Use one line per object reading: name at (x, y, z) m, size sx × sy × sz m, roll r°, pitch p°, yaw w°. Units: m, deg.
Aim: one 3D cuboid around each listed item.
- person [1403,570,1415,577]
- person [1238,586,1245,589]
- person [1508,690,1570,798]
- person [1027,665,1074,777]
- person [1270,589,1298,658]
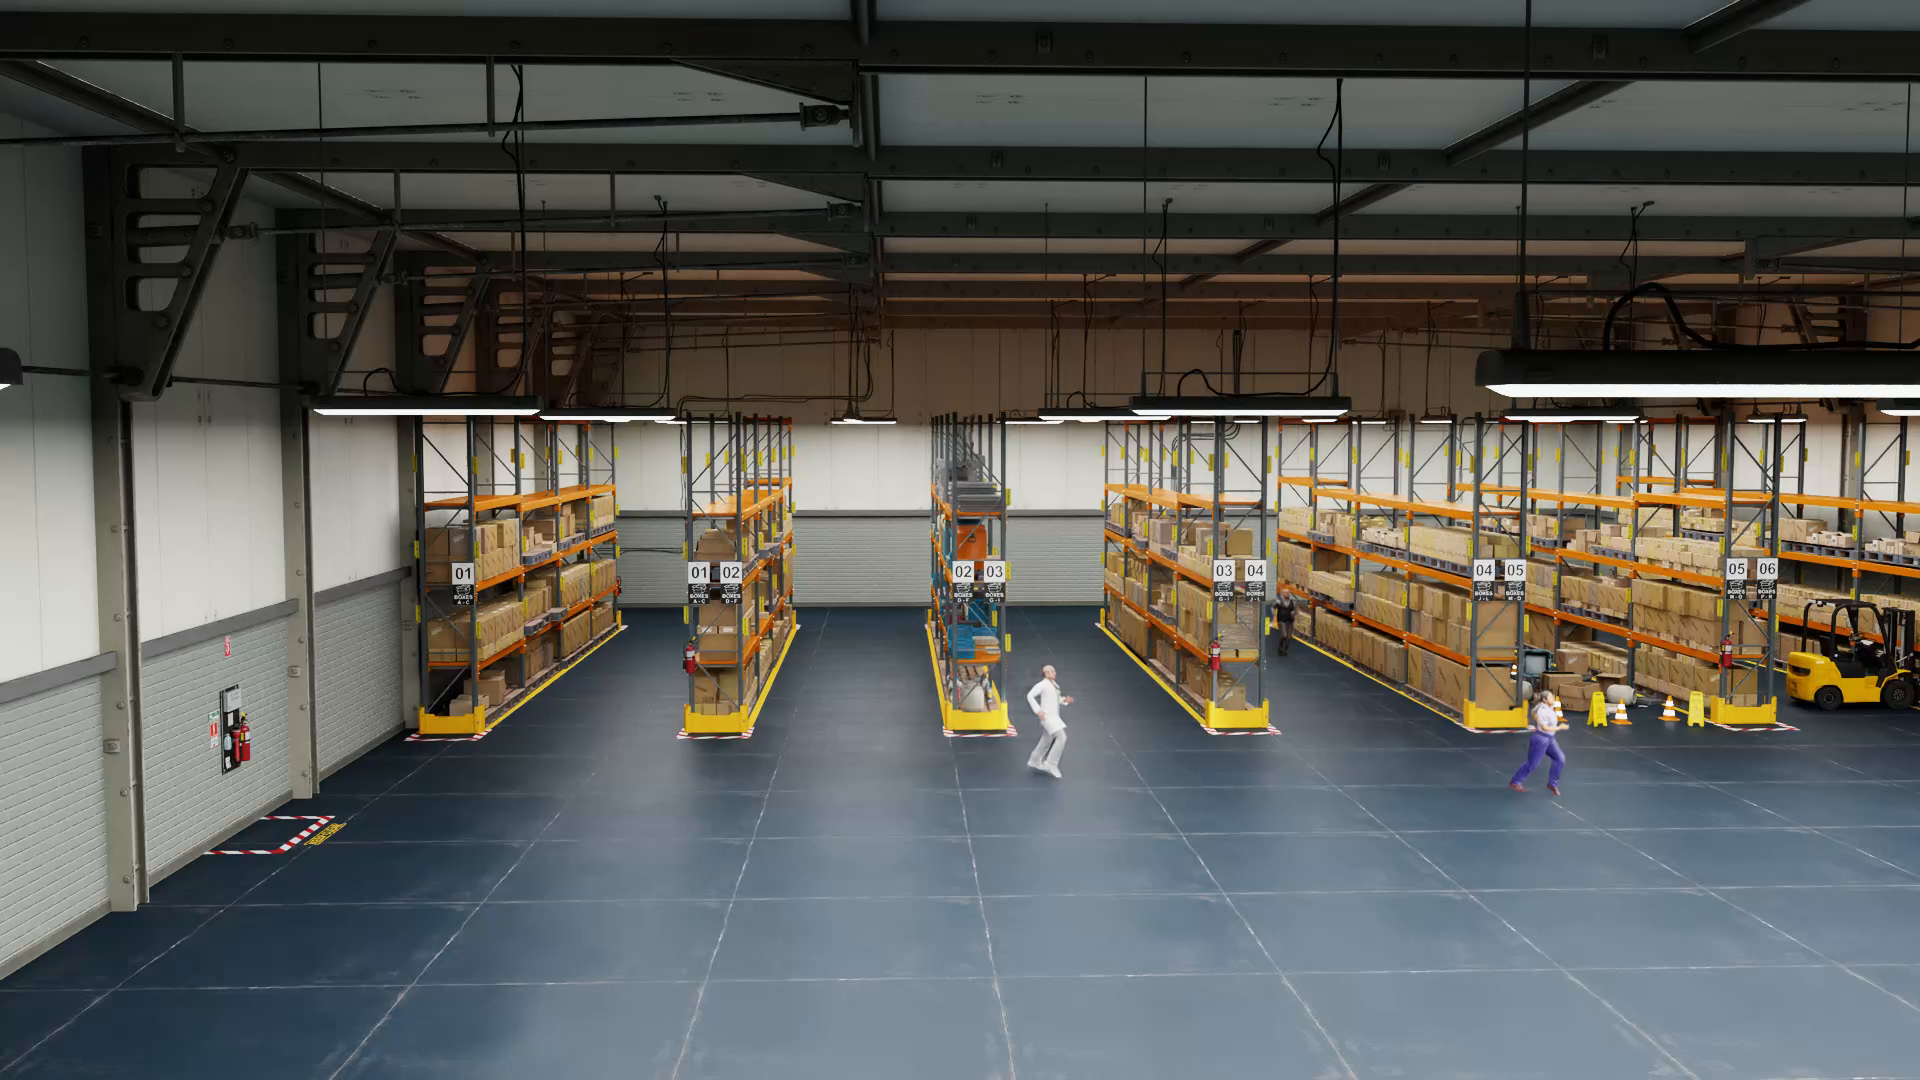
person at (13.555, 1.538, 49.341) m, size 0.874 × 1.704 × 0.708 m, roll 1°, pitch 4°, yaw 9°
person at (7.852, 1.741, 46.320) m, size 0.678 × 1.688 × 0.674 m, roll 1°, pitch 4°, yaw 10°
person at (8.999, 3.157, 25.771) m, size 0.873 × 1.691 × 0.610 m, roll 3°, pitch 5°, yaw 33°
person at (1.480, 2.979, 27.384) m, size 0.810 × 1.835 × 0.674 m, roll 1°, pitch 4°, yaw 19°
person at (8.067, 2.060, 41.196) m, size 0.630 × 1.702 × 0.678 m, roll 0°, pitch 4°, yaw -7°
